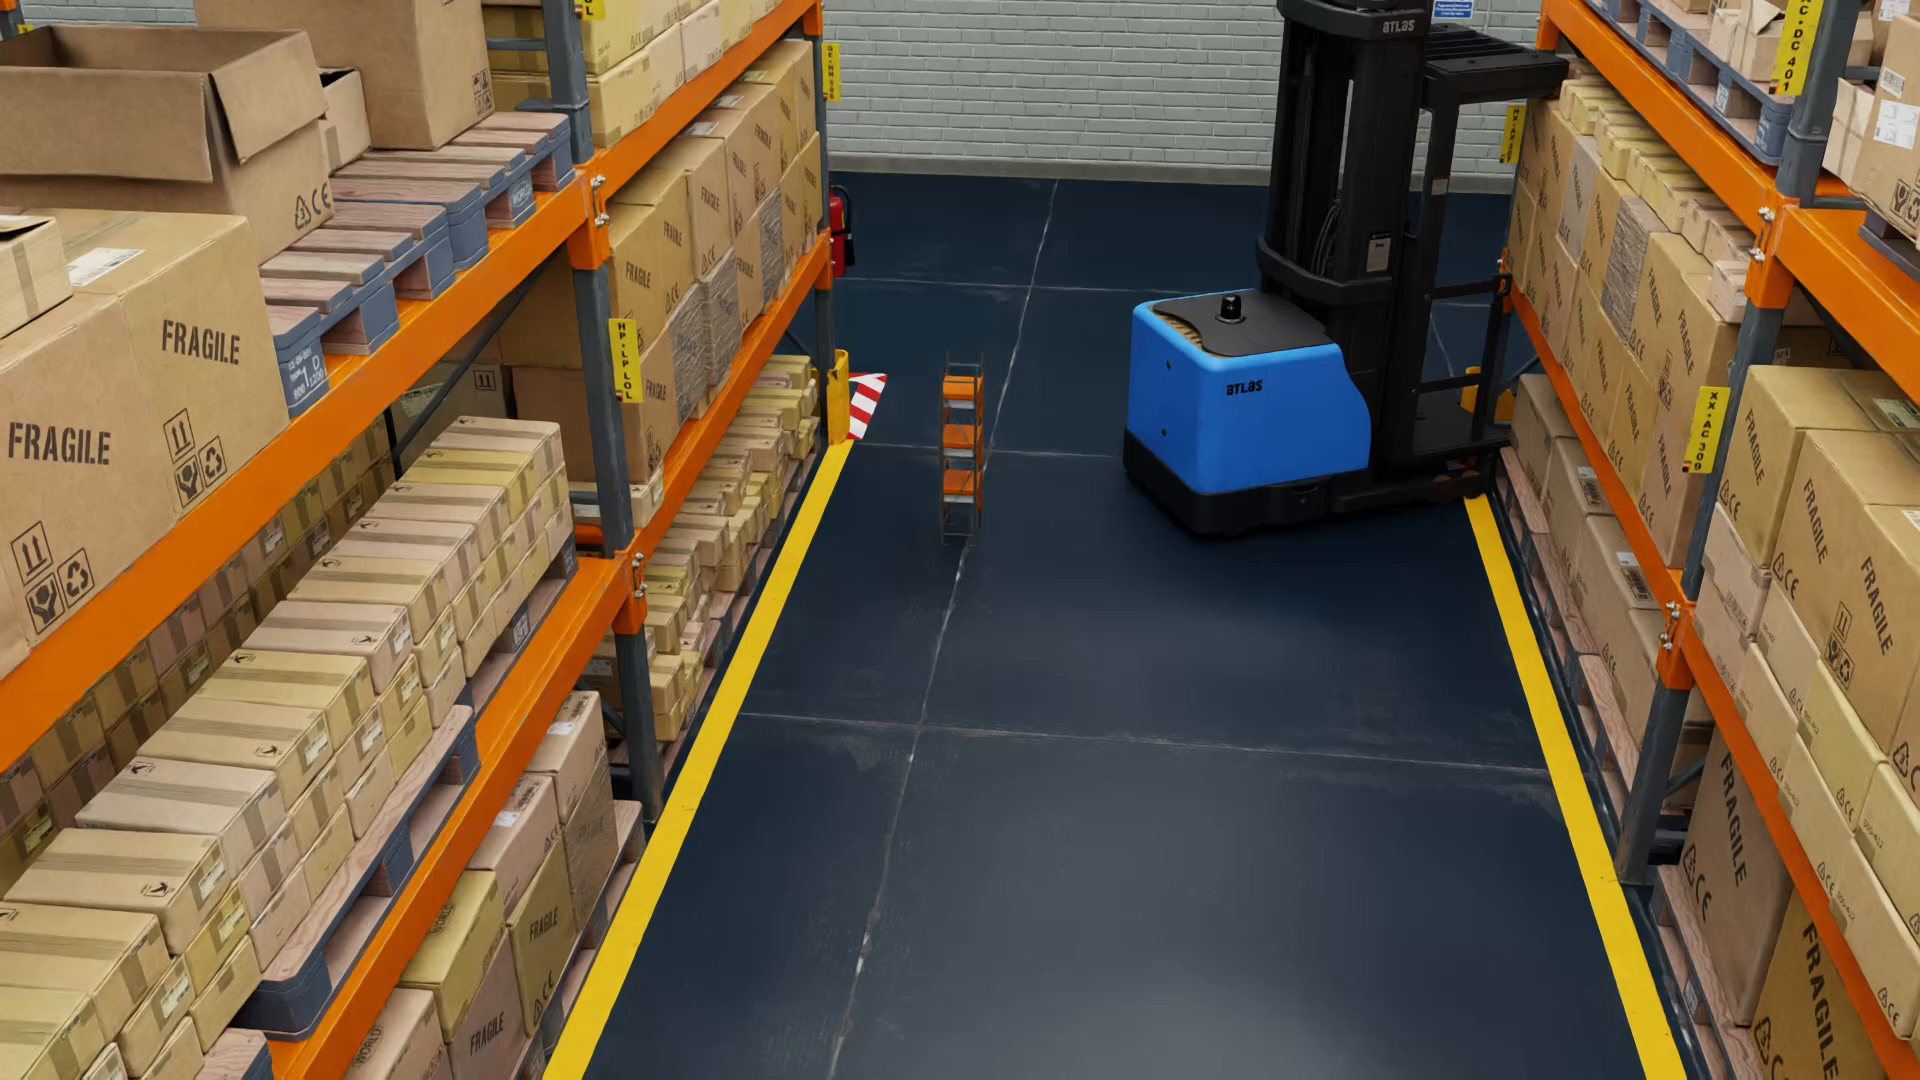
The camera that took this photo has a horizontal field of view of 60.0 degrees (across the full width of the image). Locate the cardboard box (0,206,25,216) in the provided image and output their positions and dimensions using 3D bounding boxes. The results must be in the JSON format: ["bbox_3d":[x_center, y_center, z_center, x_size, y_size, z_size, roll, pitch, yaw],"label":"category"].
[{"bbox_3d":[-2.331,-0.411,3.582,0.500,0.500,0.500,3,28,6],"label":"cardboard box"}]

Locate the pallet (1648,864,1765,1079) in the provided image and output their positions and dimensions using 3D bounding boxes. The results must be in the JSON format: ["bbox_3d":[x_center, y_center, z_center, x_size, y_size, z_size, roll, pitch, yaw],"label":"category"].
[{"bbox_3d":[3.133,1.661,5.944,1.003,0.211,1.213,3,28,6],"label":"pallet"}]

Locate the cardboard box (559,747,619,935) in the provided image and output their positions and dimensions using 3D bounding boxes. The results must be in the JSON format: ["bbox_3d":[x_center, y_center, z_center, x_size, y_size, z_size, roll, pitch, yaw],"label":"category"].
[{"bbox_3d":[-1.613,1.104,6.230,0.500,0.500,0.500,3,28,5],"label":"cardboard box"}]

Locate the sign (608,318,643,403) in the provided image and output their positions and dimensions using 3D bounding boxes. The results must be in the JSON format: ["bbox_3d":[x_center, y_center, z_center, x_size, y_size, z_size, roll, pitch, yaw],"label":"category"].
[{"bbox_3d":[-1.221,-0.654,6.080,0.100,0.325,0.005,3,28,6],"label":"sign"}]

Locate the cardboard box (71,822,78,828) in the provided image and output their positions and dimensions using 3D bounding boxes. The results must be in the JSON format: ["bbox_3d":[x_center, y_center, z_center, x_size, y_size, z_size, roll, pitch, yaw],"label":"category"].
[{"bbox_3d":[-2.496,0.772,4.477,0.380,0.149,0.250,4,29,8],"label":"cardboard box"}]

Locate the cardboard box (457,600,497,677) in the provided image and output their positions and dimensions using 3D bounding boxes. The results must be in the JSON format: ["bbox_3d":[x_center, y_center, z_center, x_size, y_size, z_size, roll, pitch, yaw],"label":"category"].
[{"bbox_3d":[-1.720,0.307,5.339,0.380,0.149,0.250,2,28,4],"label":"cardboard box"}]

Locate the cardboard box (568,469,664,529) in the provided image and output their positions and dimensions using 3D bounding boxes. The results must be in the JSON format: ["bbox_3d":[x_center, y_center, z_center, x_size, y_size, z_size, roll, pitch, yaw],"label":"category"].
[{"bbox_3d":[-1.413,-0.178,6.683,0.380,0.149,0.250,4,29,8],"label":"cardboard box"}]

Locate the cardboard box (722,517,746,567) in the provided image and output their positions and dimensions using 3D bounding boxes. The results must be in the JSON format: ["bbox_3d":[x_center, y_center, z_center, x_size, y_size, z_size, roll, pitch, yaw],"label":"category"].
[{"bbox_3d":[-1.288,0.002,8.334,0.380,0.149,0.250,3,28,6],"label":"cardboard box"}]

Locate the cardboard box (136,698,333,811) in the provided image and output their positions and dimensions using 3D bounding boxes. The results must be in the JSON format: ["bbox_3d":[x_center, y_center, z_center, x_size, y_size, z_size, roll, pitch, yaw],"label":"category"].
[{"bbox_3d":[-1.854,0.547,4.266,0.380,0.149,0.250,4,29,8],"label":"cardboard box"}]

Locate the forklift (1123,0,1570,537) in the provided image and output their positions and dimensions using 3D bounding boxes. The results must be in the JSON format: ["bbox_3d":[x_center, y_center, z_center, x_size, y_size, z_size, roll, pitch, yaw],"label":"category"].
[{"bbox_3d":[2.546,-1.723,9.357,3.031,2.935,1.130,-10,30,-17],"label":"forklift"}]

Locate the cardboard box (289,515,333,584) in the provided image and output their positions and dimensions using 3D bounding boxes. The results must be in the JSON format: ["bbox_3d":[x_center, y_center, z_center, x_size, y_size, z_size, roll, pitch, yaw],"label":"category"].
[{"bbox_3d":[-2.338,0.023,5.554,0.380,0.149,0.250,4,29,7],"label":"cardboard box"}]

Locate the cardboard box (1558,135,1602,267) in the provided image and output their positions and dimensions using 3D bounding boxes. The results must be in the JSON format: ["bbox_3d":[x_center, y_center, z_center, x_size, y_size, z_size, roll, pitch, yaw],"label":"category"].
[{"bbox_3d":[3.189,-1.606,7.908,0.500,0.500,0.500,3,28,6],"label":"cardboard box"}]

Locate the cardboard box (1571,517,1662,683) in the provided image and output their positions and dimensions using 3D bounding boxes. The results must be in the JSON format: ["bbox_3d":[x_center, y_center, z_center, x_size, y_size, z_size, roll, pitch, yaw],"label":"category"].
[{"bbox_3d":[3.445,0.298,7.793,0.875,0.438,0.875,3,28,5],"label":"cardboard box"}]

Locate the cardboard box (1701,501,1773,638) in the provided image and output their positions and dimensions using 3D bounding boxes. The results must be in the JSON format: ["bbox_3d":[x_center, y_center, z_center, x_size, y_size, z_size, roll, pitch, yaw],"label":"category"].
[{"bbox_3d":[2.819,0.102,5.528,0.500,0.250,0.500,3,28,5],"label":"cardboard box"}]

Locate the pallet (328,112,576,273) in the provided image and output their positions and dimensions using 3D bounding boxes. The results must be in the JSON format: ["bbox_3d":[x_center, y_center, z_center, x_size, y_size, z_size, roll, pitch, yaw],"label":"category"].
[{"bbox_3d":[-1.954,-1.128,5.216,1.213,0.211,1.003,3,28,6],"label":"pallet"}]

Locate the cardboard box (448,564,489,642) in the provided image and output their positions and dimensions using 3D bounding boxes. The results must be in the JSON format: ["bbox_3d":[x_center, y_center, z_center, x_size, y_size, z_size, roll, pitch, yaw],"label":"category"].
[{"bbox_3d":[-1.719,0.189,5.245,0.380,0.149,0.250,2,28,5],"label":"cardboard box"}]

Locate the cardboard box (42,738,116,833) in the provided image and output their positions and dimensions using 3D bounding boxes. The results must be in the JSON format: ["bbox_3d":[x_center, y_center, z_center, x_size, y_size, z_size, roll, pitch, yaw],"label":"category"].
[{"bbox_3d":[-2.498,0.637,4.414,0.380,0.149,0.250,4,29,7],"label":"cardboard box"}]

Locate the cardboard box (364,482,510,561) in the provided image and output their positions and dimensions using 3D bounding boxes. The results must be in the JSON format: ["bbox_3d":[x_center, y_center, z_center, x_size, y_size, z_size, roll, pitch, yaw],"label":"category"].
[{"bbox_3d":[-1.694,-0.062,5.398,0.380,0.149,0.250,2,28,5],"label":"cardboard box"}]

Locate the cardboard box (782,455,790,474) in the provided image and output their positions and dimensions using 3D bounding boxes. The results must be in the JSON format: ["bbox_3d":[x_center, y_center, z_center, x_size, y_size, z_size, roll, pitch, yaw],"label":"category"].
[{"bbox_3d":[-1.189,-0.481,9.543,0.380,0.149,0.250,3,28,6],"label":"cardboard box"}]

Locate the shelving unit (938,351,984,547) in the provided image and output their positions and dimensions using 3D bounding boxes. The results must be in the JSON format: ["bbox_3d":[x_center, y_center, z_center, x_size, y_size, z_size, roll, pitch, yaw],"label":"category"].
[{"bbox_3d":[0.007,-0.487,9.048,0.215,1.050,0.252,3,28,6],"label":"shelving unit"}]

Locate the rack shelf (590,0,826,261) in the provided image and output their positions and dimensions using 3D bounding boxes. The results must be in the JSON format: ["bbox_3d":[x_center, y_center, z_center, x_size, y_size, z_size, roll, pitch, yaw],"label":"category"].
[{"bbox_3d":[-1.528,-2.120,7.618,1.077,0.370,4.000,3,28,6],"label":"rack shelf"}]

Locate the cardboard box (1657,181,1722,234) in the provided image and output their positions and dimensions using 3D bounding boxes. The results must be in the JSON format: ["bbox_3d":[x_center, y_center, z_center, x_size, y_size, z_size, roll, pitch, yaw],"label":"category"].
[{"bbox_3d":[3.063,-1.342,6.735,0.380,0.149,0.250,3,28,6],"label":"cardboard box"}]

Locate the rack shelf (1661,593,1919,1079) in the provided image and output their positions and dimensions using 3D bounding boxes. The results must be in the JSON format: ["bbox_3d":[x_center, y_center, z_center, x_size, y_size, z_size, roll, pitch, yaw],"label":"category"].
[{"bbox_3d":[2.907,1.324,4.388,1.077,0.370,4.000,3,28,6],"label":"rack shelf"}]

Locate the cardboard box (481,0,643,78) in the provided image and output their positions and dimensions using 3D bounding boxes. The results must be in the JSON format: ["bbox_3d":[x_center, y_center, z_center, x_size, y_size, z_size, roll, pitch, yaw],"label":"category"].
[{"bbox_3d":[-1.476,-1.862,6.011,0.500,0.250,0.500,4,29,8],"label":"cardboard box"}]

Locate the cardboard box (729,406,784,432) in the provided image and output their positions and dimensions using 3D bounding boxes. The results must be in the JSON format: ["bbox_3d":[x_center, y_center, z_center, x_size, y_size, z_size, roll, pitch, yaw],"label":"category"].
[{"bbox_3d":[-1.184,-0.623,9.179,0.380,0.149,0.250,2,28,4],"label":"cardboard box"}]

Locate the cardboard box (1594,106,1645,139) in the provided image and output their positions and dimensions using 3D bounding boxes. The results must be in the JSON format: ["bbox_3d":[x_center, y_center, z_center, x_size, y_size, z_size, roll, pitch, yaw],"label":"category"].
[{"bbox_3d":[3.223,-1.941,7.847,0.380,0.149,0.250,4,29,7],"label":"cardboard box"}]

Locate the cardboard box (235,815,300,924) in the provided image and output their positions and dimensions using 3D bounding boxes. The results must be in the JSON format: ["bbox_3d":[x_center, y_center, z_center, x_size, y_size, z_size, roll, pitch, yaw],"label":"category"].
[{"bbox_3d":[-1.882,0.798,4.115,0.380,0.149,0.250,3,28,6],"label":"cardboard box"}]

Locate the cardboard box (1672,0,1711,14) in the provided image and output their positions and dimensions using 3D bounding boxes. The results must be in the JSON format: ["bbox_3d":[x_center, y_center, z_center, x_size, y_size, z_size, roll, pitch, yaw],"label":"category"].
[{"bbox_3d":[3.247,-2.470,6.857,0.500,0.500,0.500,4,29,7],"label":"cardboard box"}]

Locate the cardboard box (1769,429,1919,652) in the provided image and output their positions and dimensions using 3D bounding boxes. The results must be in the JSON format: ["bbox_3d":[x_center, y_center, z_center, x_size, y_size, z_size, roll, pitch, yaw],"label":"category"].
[{"bbox_3d":[2.778,0.013,4.904,0.500,0.500,0.500,3,28,6],"label":"cardboard box"}]

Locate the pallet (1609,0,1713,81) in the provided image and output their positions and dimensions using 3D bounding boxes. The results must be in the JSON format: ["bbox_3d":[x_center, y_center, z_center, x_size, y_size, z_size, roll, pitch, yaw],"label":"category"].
[{"bbox_3d":[3.415,-2.173,7.052,1.003,0.211,1.213,3,28,6],"label":"pallet"}]

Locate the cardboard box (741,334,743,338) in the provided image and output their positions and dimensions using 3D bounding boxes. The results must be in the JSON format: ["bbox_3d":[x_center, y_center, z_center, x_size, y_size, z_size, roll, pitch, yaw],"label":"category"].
[{"bbox_3d":[-1.304,-1.050,8.301,0.380,0.149,0.250,4,29,7],"label":"cardboard box"}]

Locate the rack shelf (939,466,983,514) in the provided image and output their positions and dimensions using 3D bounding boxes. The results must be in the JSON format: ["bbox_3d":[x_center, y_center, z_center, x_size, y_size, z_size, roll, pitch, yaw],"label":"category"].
[{"bbox_3d":[0.007,-0.233,9.185,0.215,0.259,0.240,3,28,6],"label":"rack shelf"}]

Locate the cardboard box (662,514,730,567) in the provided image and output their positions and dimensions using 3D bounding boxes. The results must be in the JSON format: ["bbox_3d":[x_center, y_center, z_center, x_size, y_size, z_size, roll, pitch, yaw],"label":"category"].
[{"bbox_3d":[-1.329,-0.003,8.030,0.380,0.149,0.250,4,29,7],"label":"cardboard box"}]

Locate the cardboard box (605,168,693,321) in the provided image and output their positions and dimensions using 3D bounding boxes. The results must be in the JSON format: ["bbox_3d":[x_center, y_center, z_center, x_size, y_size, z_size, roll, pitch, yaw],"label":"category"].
[{"bbox_3d":[-1.427,-1.233,6.902,0.500,0.500,0.500,3,28,5],"label":"cardboard box"}]

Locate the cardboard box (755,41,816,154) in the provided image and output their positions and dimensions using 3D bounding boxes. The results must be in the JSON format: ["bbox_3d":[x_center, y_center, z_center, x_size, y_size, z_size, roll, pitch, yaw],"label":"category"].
[{"bbox_3d":[-1.092,-2.443,9.148,0.500,0.500,0.500,3,28,5],"label":"cardboard box"}]

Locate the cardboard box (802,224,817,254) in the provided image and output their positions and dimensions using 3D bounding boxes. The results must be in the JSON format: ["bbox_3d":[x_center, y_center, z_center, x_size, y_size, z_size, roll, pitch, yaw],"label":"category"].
[{"bbox_3d":[-1.042,-1.777,9.650,0.380,0.149,0.250,3,28,6],"label":"cardboard box"}]

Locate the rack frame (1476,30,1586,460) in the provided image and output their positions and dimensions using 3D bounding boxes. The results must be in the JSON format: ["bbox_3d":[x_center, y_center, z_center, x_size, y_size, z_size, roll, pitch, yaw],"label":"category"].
[{"bbox_3d":[3.643,-1.817,9.460,1.000,3.000,0.127,3,28,6],"label":"rack frame"}]

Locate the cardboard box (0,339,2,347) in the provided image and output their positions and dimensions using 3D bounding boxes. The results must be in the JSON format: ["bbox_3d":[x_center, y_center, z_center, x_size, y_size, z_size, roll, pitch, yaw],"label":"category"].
[{"bbox_3d":[-1.876,-0.410,2.774,0.396,0.266,0.258,3,28,6],"label":"cardboard box"}]

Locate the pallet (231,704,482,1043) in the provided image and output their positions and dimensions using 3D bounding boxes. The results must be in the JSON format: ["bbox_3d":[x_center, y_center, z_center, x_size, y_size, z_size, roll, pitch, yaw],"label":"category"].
[{"bbox_3d":[-2.061,0.859,4.696,1.003,0.211,1.213,3,28,6],"label":"pallet"}]

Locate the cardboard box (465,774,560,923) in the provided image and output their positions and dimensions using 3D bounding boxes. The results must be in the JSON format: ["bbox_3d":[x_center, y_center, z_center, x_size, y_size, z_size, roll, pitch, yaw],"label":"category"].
[{"bbox_3d":[-1.689,1.018,5.601,0.500,0.250,0.500,5,29,9],"label":"cardboard box"}]

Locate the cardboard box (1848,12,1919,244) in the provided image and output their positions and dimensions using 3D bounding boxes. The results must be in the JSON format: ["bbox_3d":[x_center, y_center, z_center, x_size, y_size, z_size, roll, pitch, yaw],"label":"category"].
[{"bbox_3d":[2.757,-1.086,4.392,0.500,0.500,0.500,3,28,5],"label":"cardboard box"}]

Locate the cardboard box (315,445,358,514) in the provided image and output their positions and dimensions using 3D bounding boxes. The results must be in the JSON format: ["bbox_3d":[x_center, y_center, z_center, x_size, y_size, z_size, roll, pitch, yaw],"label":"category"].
[{"bbox_3d":[-2.305,-0.220,5.691,0.380,0.149,0.250,4,29,8],"label":"cardboard box"}]

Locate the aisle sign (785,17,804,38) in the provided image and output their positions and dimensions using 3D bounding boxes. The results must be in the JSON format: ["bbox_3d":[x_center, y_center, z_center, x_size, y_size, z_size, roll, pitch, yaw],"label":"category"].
[{"bbox_3d":[-0.976,-3.219,9.321,0.394,0.787,0.004,3,28,6],"label":"aisle sign"}]

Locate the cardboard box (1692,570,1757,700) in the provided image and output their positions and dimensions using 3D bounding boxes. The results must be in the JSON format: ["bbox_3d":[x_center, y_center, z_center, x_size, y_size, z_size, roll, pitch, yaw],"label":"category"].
[{"bbox_3d":[2.837,0.324,5.645,0.500,0.250,0.500,3,28,5],"label":"cardboard box"}]

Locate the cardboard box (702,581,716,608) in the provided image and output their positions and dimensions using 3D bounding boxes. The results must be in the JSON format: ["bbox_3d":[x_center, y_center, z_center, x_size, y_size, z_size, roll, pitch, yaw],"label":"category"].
[{"bbox_3d":[-1.418,0.247,8.192,0.380,0.149,0.250,2,28,4],"label":"cardboard box"}]

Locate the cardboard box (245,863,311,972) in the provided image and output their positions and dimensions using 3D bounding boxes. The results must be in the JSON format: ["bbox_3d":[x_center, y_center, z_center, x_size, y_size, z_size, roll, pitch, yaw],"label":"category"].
[{"bbox_3d":[-1.880,0.929,4.184,0.380,0.149,0.250,4,29,8],"label":"cardboard box"}]

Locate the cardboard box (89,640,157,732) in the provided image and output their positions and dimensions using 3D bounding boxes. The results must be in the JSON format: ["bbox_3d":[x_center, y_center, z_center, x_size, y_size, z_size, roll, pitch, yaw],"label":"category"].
[{"bbox_3d":[-2.464,0.384,4.569,0.380,0.149,0.250,4,29,8],"label":"cardboard box"}]

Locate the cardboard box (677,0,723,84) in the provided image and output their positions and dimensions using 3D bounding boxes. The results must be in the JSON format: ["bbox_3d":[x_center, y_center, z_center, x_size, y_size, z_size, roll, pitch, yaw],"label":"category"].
[{"bbox_3d":[-1.318,-2.112,7.003,0.500,0.250,0.500,5,29,8],"label":"cardboard box"}]

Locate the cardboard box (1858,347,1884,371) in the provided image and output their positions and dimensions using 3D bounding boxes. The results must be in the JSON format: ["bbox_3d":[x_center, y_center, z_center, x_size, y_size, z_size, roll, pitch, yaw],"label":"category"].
[{"bbox_3d":[3.451,-0.629,6.094,0.500,0.500,0.500,4,29,7],"label":"cardboard box"}]

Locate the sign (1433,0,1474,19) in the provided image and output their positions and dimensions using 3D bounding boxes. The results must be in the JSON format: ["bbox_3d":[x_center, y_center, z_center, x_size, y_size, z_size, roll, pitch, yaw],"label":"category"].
[{"bbox_3d":[4.270,-4.623,14.384,0.327,0.218,0.001,3,28,6],"label":"sign"}]

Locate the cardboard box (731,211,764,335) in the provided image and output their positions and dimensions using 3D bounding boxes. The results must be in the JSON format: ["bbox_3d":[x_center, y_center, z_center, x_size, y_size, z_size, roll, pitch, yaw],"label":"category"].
[{"bbox_3d":[-1.274,-1.290,8.063,0.500,0.500,0.500,5,29,9],"label":"cardboard box"}]

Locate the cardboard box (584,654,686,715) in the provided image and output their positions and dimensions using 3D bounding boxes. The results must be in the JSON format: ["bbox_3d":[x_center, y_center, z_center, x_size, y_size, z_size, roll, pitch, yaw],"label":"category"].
[{"bbox_3d":[-1.411,0.613,7.199,0.380,0.149,0.250,5,29,9],"label":"cardboard box"}]

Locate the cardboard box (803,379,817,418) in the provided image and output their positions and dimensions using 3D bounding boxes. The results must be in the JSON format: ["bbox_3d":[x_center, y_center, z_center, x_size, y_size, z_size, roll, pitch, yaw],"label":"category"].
[{"bbox_3d":[-1.064,-0.853,9.920,0.380,0.149,0.250,3,28,5],"label":"cardboard box"}]

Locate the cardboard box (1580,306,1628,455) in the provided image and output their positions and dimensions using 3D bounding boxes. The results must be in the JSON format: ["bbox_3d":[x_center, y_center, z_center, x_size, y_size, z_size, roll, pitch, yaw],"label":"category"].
[{"bbox_3d":[3.060,-0.691,7.265,0.500,0.500,0.500,3,28,5],"label":"cardboard box"}]
